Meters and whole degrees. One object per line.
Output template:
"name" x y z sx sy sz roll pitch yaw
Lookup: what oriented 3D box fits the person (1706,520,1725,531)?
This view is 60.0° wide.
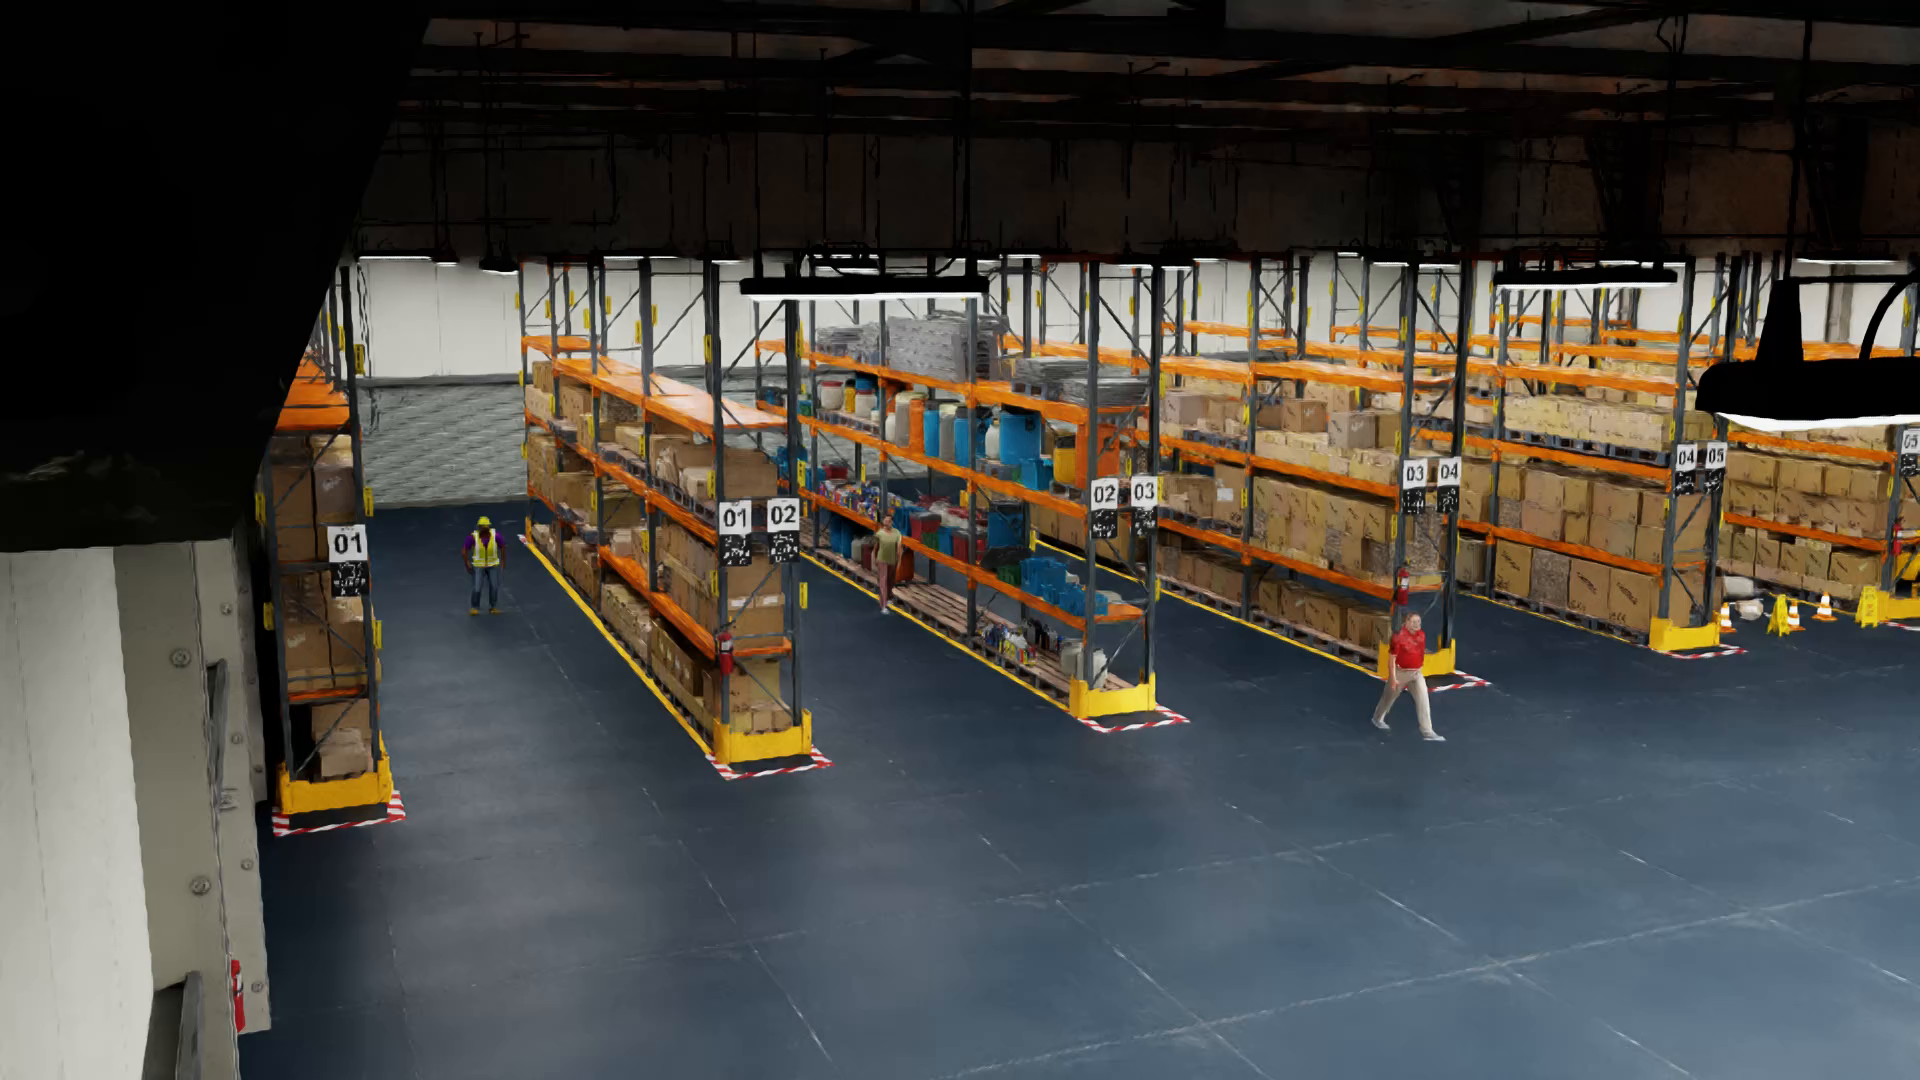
"person" 16.119 -1.041 35.686 0.581 1.784 0.666 0 10 1

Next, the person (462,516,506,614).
"person" -8.002 0.424 28.009 0.719 1.714 0.578 -4 11 -23

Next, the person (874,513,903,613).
"person" -1.158 0.348 27.056 0.444 1.603 1.019 -3 11 -14

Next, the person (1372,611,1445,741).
"person" 5.679 1.693 21.122 0.542 1.645 1.126 -4 11 -20

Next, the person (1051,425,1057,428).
"person" 2.265 -2.018 41.285 0.543 1.700 1.115 -4 11 -20
